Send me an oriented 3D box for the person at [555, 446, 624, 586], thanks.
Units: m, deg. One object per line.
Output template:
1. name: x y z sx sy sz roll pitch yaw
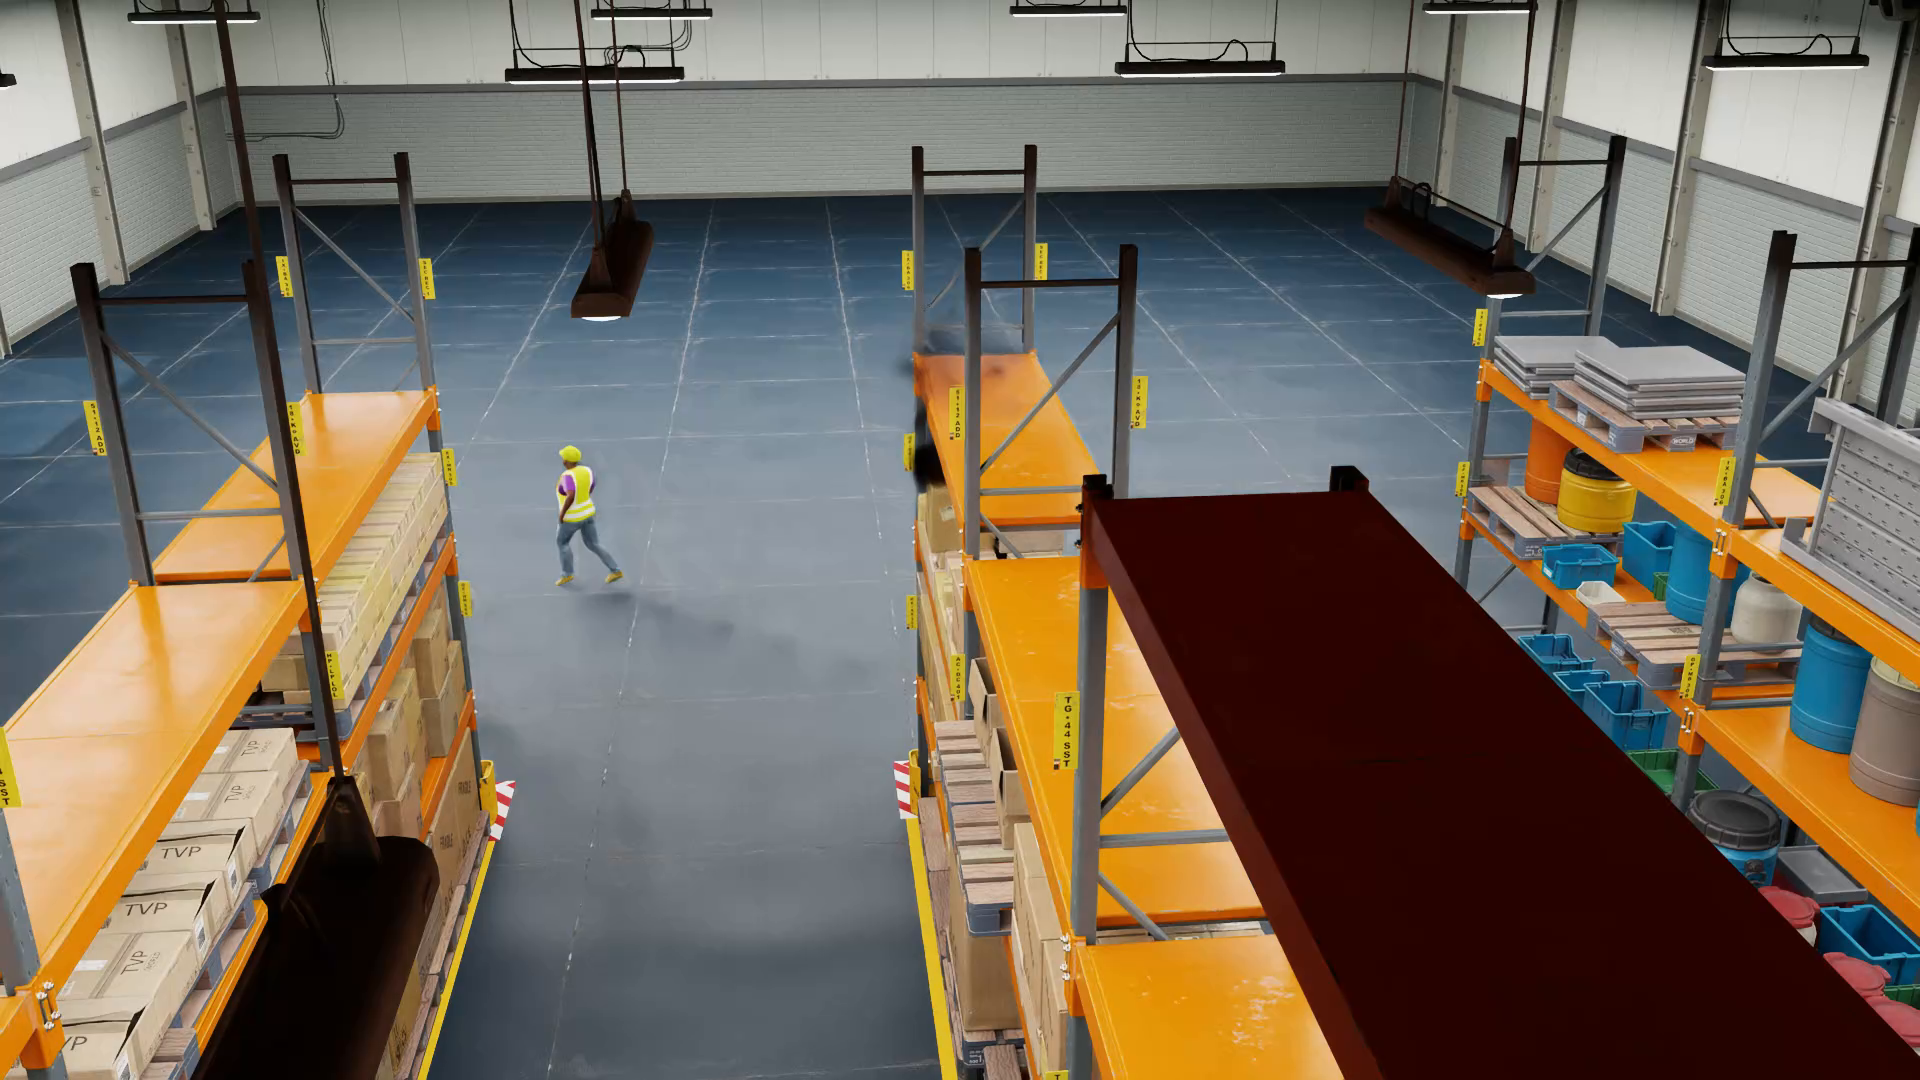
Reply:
1. person: -4.521 -0.234 19.843 0.913 1.811 0.710 13 25 29
